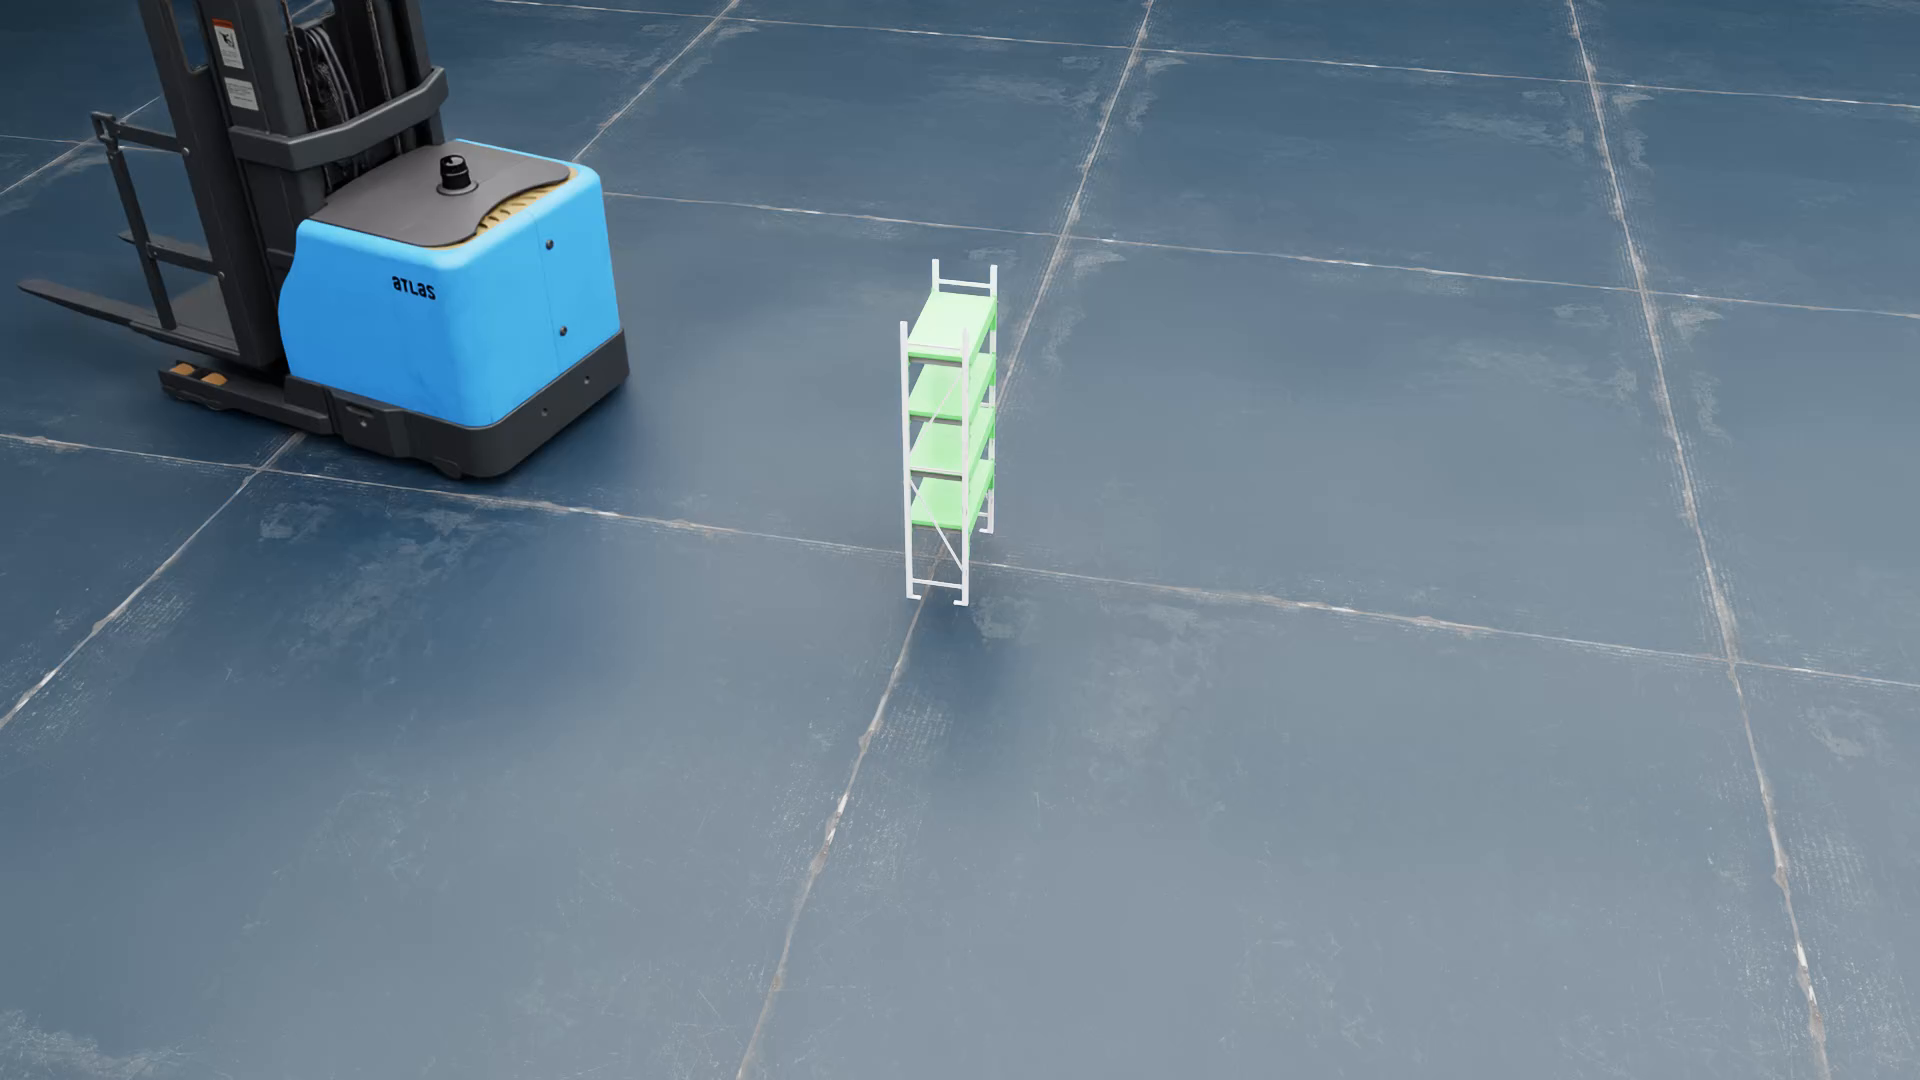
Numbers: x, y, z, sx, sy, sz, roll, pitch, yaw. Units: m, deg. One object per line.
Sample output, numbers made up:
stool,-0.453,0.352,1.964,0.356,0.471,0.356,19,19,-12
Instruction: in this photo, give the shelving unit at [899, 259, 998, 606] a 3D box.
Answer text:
shelving unit,-0.035,-0.391,6.267,0.258,1.200,0.503,7,37,10

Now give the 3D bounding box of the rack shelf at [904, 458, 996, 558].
rack shelf,-0.035,-0.145,6.445,0.258,0.148,0.480,7,37,10

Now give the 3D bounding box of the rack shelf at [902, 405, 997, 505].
rack shelf,-0.035,-0.339,6.304,0.258,0.148,0.480,7,37,10

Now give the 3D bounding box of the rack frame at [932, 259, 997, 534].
rack frame,0.017,-0.531,6.460,0.240,1.200,0.015,7,37,10

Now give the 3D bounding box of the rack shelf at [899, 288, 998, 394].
rack shelf,-0.035,-0.728,6.023,0.258,0.148,0.480,7,37,10

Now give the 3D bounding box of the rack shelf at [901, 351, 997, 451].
rack shelf,-0.035,-0.534,6.164,0.258,0.148,0.480,7,37,10

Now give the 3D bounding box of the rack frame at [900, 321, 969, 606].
rack frame,-0.087,-0.251,6.074,0.240,1.200,0.015,7,37,10

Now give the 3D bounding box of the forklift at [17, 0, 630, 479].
forklift,-3.083,-2.036,7.062,3.031,2.935,1.130,16,39,21
